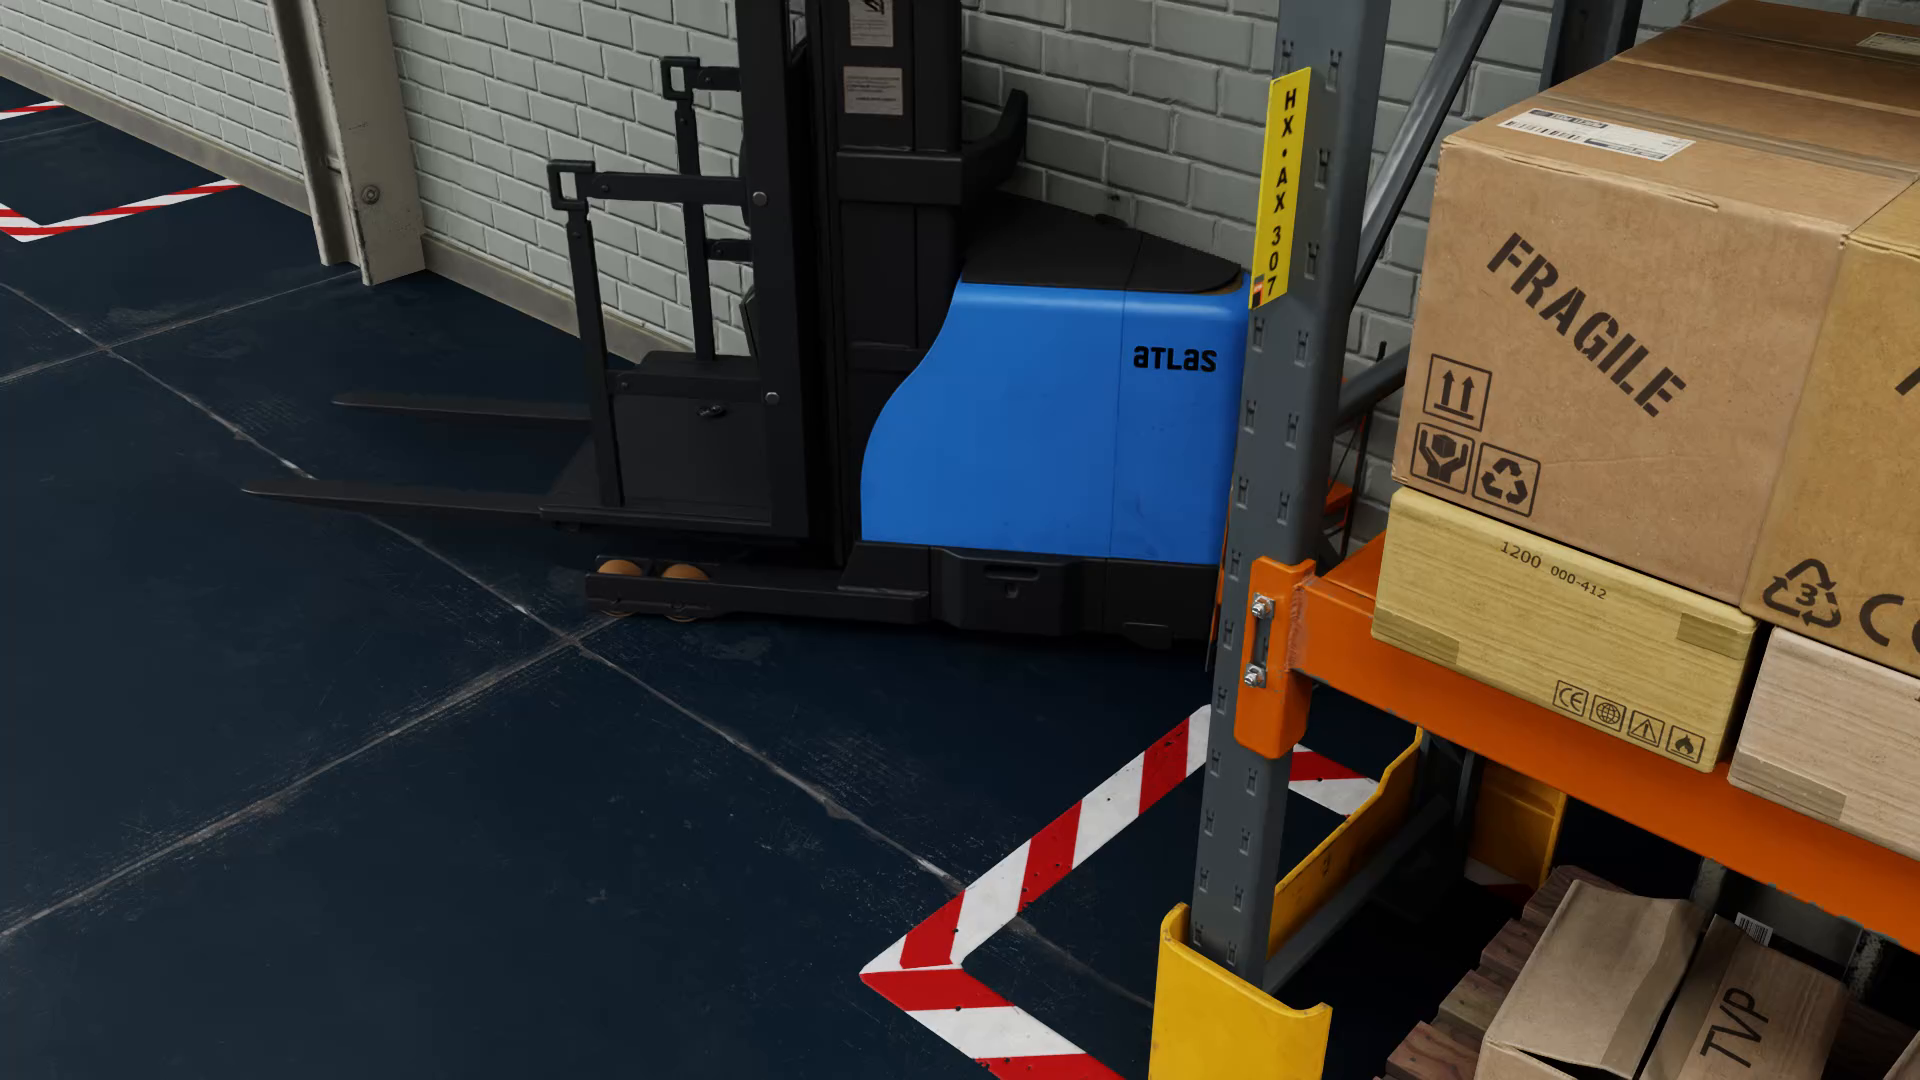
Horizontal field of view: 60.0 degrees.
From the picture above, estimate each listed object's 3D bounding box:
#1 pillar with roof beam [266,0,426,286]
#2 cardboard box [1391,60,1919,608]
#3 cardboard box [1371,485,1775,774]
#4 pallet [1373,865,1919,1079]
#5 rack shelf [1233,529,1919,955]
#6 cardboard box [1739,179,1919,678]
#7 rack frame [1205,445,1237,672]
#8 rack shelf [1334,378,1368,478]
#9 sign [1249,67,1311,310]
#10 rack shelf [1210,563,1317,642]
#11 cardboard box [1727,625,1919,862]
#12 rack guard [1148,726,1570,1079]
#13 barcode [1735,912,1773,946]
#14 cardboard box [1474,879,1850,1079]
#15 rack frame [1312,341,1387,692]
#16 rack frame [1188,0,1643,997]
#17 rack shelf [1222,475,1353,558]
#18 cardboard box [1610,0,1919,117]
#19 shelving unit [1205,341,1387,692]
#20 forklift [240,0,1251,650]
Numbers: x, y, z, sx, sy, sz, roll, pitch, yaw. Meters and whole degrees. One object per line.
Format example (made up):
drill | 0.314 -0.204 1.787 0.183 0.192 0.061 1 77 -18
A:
pillar with roof beam | -5.430 -3.410 2.189 0.400 9.000 9.100 25 39 35
cardboard box | 0.961 -0.306 2.249 0.500 0.500 0.500 25 39 35
cardboard box | 0.957 0.025 2.426 0.500 0.250 0.500 24 38 34
pallet | 1.443 1.195 3.060 1.213 0.211 1.003 25 39 35
rack shelf | 2.291 0.680 1.910 4.000 0.370 1.077 25 39 35
cardboard box | 1.320 -0.131 1.959 0.500 0.500 0.500 25 39 35
rack frame | 0.773 -0.108 4.390 0.200 1.050 0.008 -25 42 -35
rack shelf | 0.863 -0.286 4.167 0.215 0.259 0.240 -25 42 -35
sign | 0.444 -0.484 2.306 0.005 0.325 0.100 25 39 35
rack shelf | 0.846 0.185 4.473 0.215 0.259 0.240 -25 42 -35
cardboard box | 1.352 0.200 2.136 0.500 0.250 0.500 24 38 34
rack guard | 0.865 0.777 3.475 0.348 0.500 1.175 25 39 35
barcode | 1.543 0.766 3.241 0.075 0.075 0.001 25 39 35
cardboard box | 1.261 0.917 2.999 0.500 0.311 0.500 20 37 30
rack frame | 0.937 -0.005 4.241 0.200 1.050 0.008 -25 42 -35
rack frame | 0.808 -0.321 2.874 0.127 3.000 1.000 25 39 35
rack shelf | 0.854 -0.048 4.321 0.215 0.259 0.240 -25 42 -35
cardboard box | 1.301 -0.504 2.578 0.500 0.500 0.500 25 39 35
shelving unit | 0.855 -0.057 4.316 0.215 1.050 0.252 -25 42 -35
forklift | -0.653 -1.281 4.536 3.031 2.935 1.130 4 31 7
